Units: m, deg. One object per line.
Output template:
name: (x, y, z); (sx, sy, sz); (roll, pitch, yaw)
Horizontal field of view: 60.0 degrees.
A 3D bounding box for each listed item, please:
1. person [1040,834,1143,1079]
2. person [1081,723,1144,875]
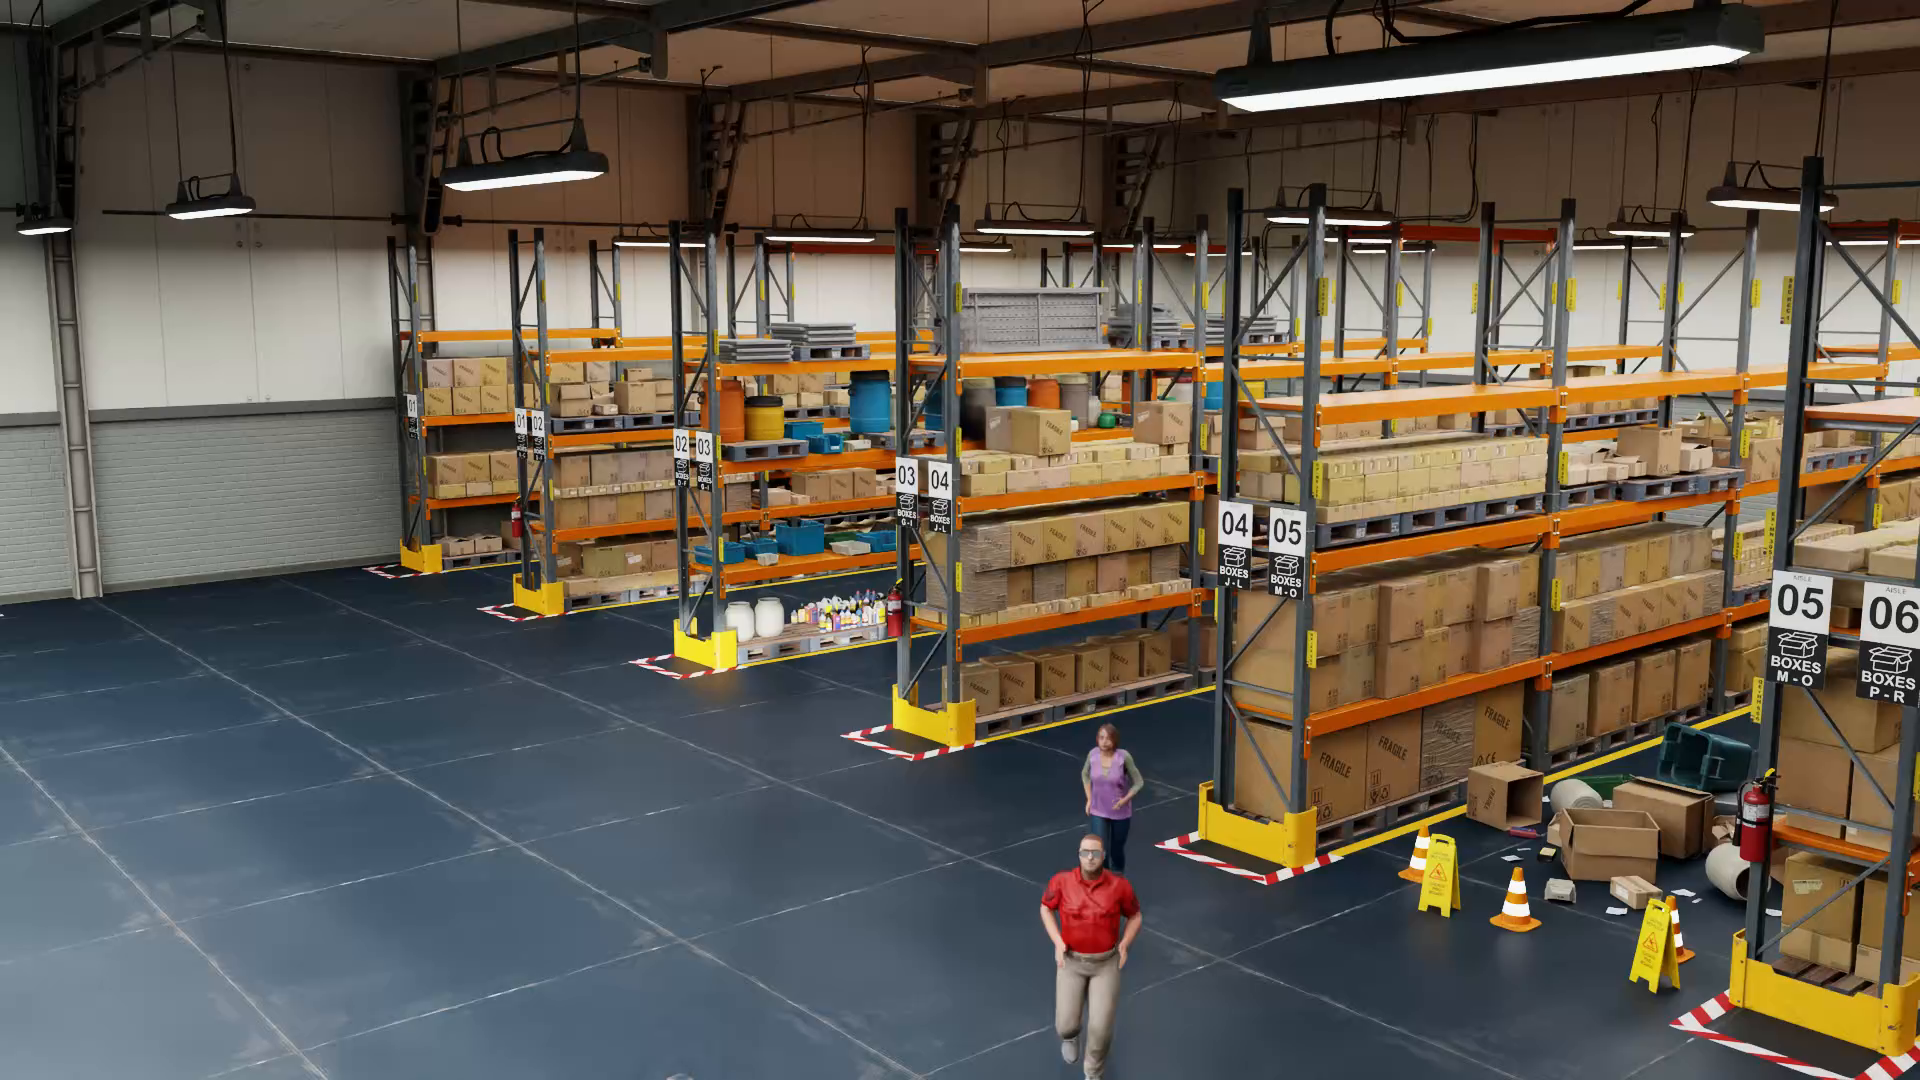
person: (0.840, 2.715, 10.707); (0.661, 1.666, 0.627); (1, 9, 6)
person: (1.255, 2.273, 13.768); (0.533, 1.603, 0.792); (2, 9, 13)
